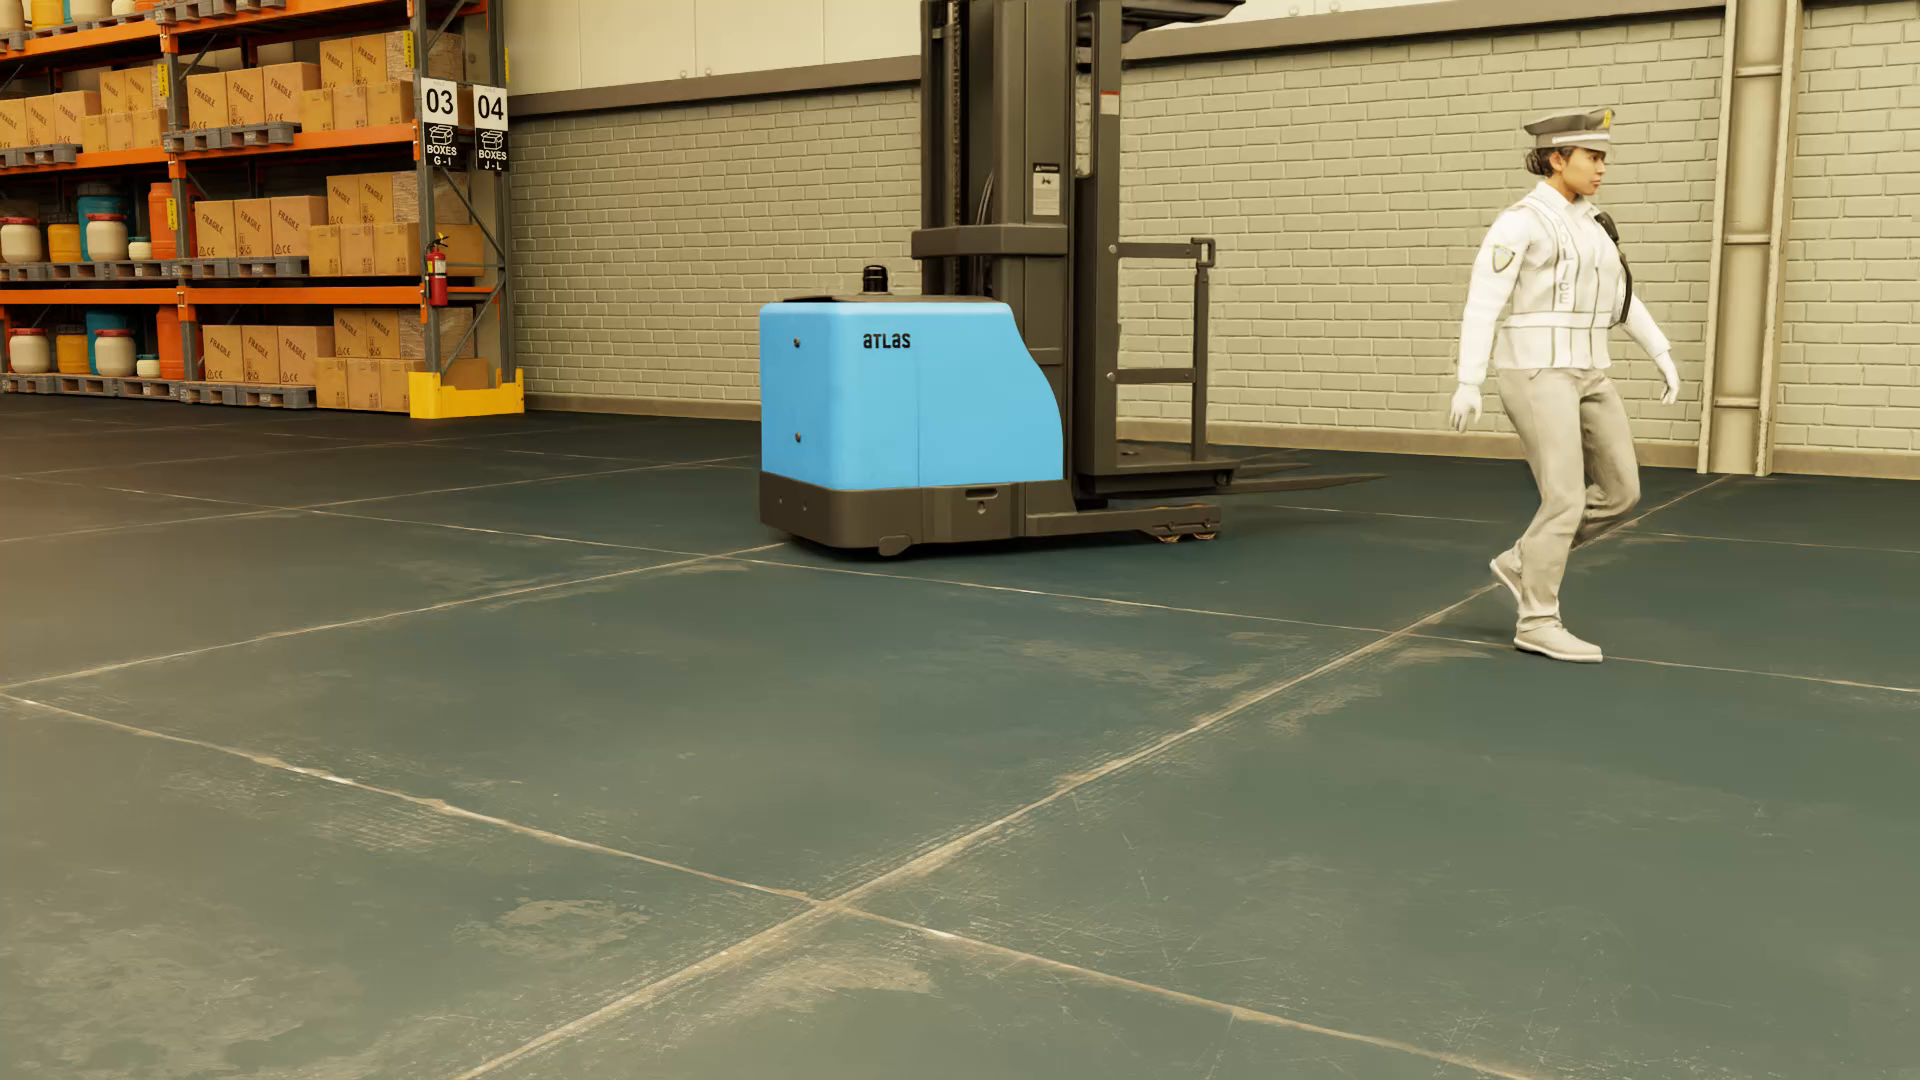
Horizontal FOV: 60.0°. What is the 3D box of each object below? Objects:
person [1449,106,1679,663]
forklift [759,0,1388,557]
[{"bbox_3d":[1.823,-0.475,5.114,0.694,1.649,0.508,-7,11,-40],"label":"person"},{"bbox_3d":[0.630,-1.500,7.740,3.031,2.935,1.130,-4,9,-26],"label":"forklift"}]
